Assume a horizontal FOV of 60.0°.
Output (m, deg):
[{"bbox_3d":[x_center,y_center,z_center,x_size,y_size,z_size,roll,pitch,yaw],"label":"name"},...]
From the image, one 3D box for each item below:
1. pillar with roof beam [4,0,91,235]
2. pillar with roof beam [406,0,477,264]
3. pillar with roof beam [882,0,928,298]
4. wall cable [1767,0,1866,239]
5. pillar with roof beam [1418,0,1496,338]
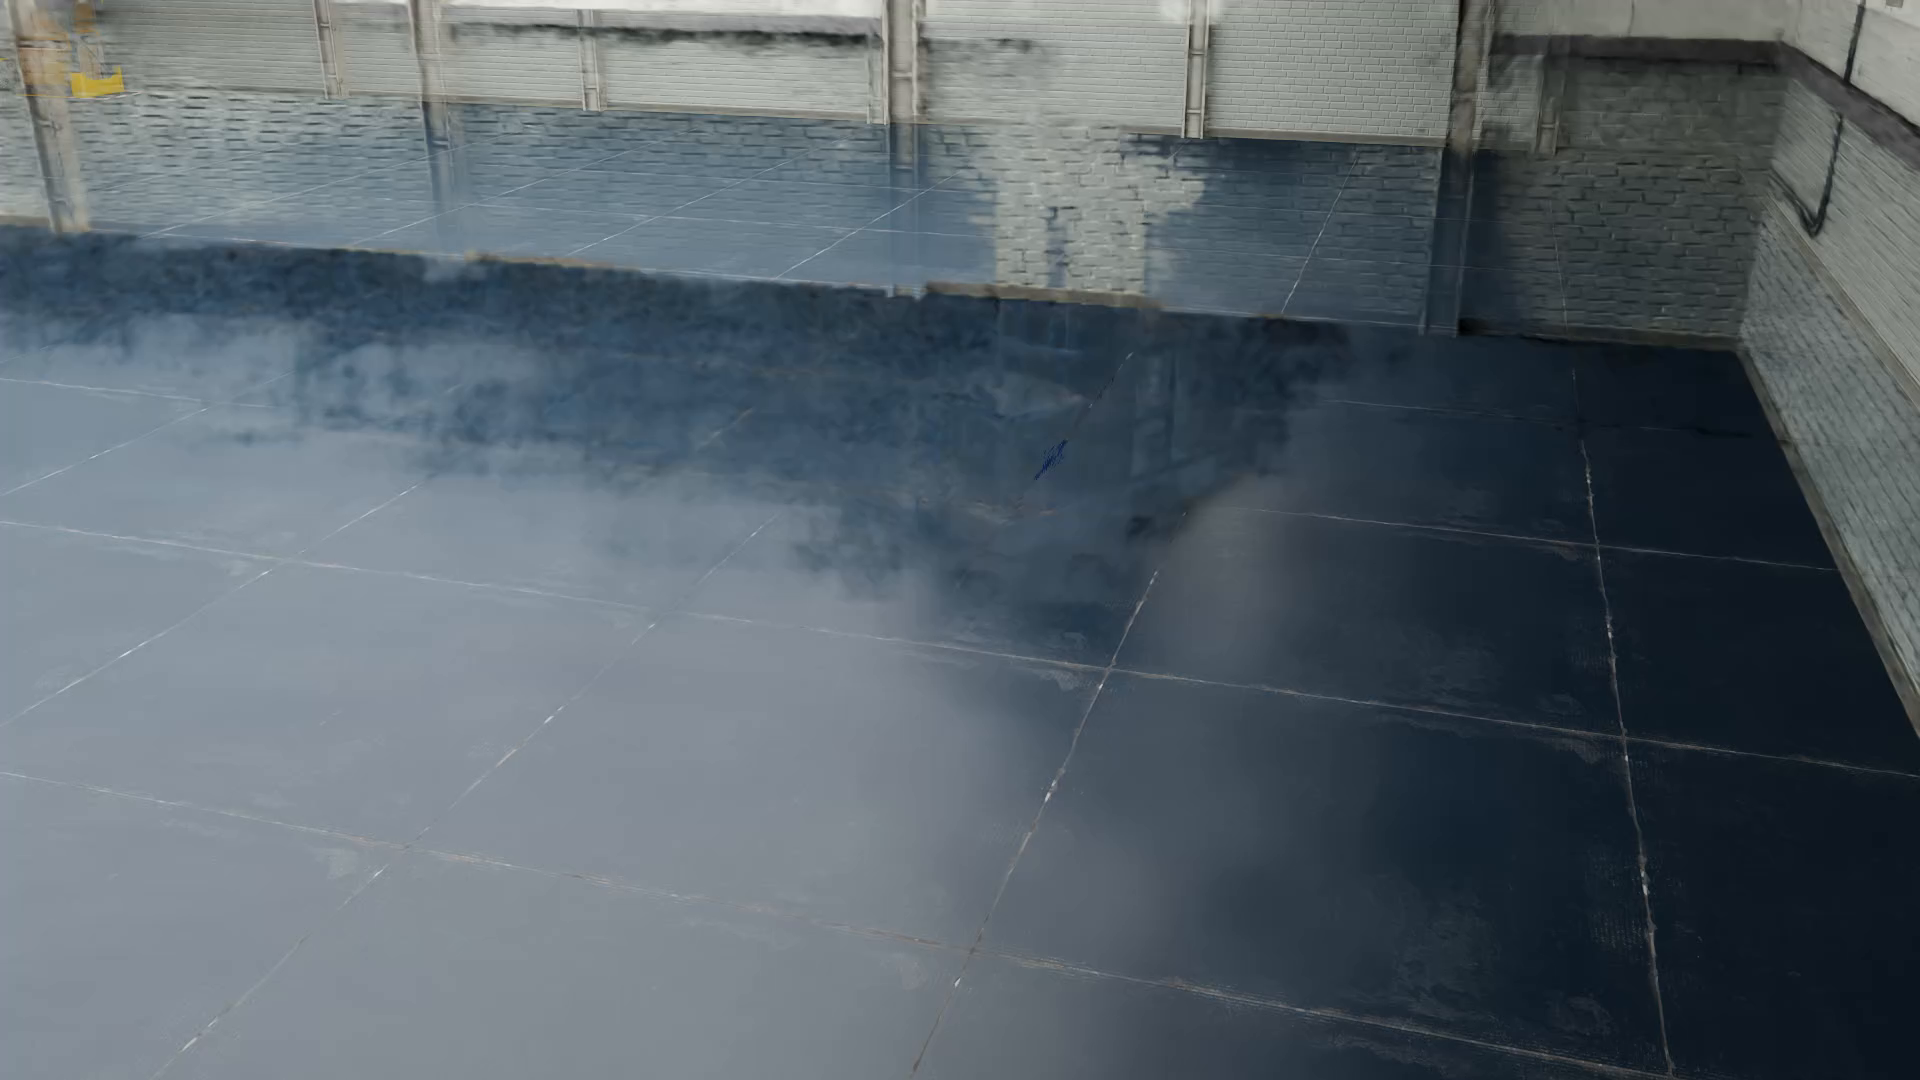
[{"bbox_3d":[-8.521,-11.189,27.689,0.400,9.000,9.100,7,23,16],"label":"pillar with roof beam"},{"bbox_3d":[-2.777,-10.531,26.085,0.400,9.000,9.100,7,23,16],"label":"pillar with roof beam"},{"bbox_3d":[2.967,-9.873,24.482,0.400,9.000,9.100,7,23,16],"label":"pillar with roof beam"},{"bbox_3d":[12.394,-8.539,25.322,0.112,2.526,3.097,7,23,16],"label":"wall cable"},{"bbox_3d":[8.712,-9.215,22.878,0.400,9.000,9.100,7,23,16],"label":"pillar with roof beam"}]
